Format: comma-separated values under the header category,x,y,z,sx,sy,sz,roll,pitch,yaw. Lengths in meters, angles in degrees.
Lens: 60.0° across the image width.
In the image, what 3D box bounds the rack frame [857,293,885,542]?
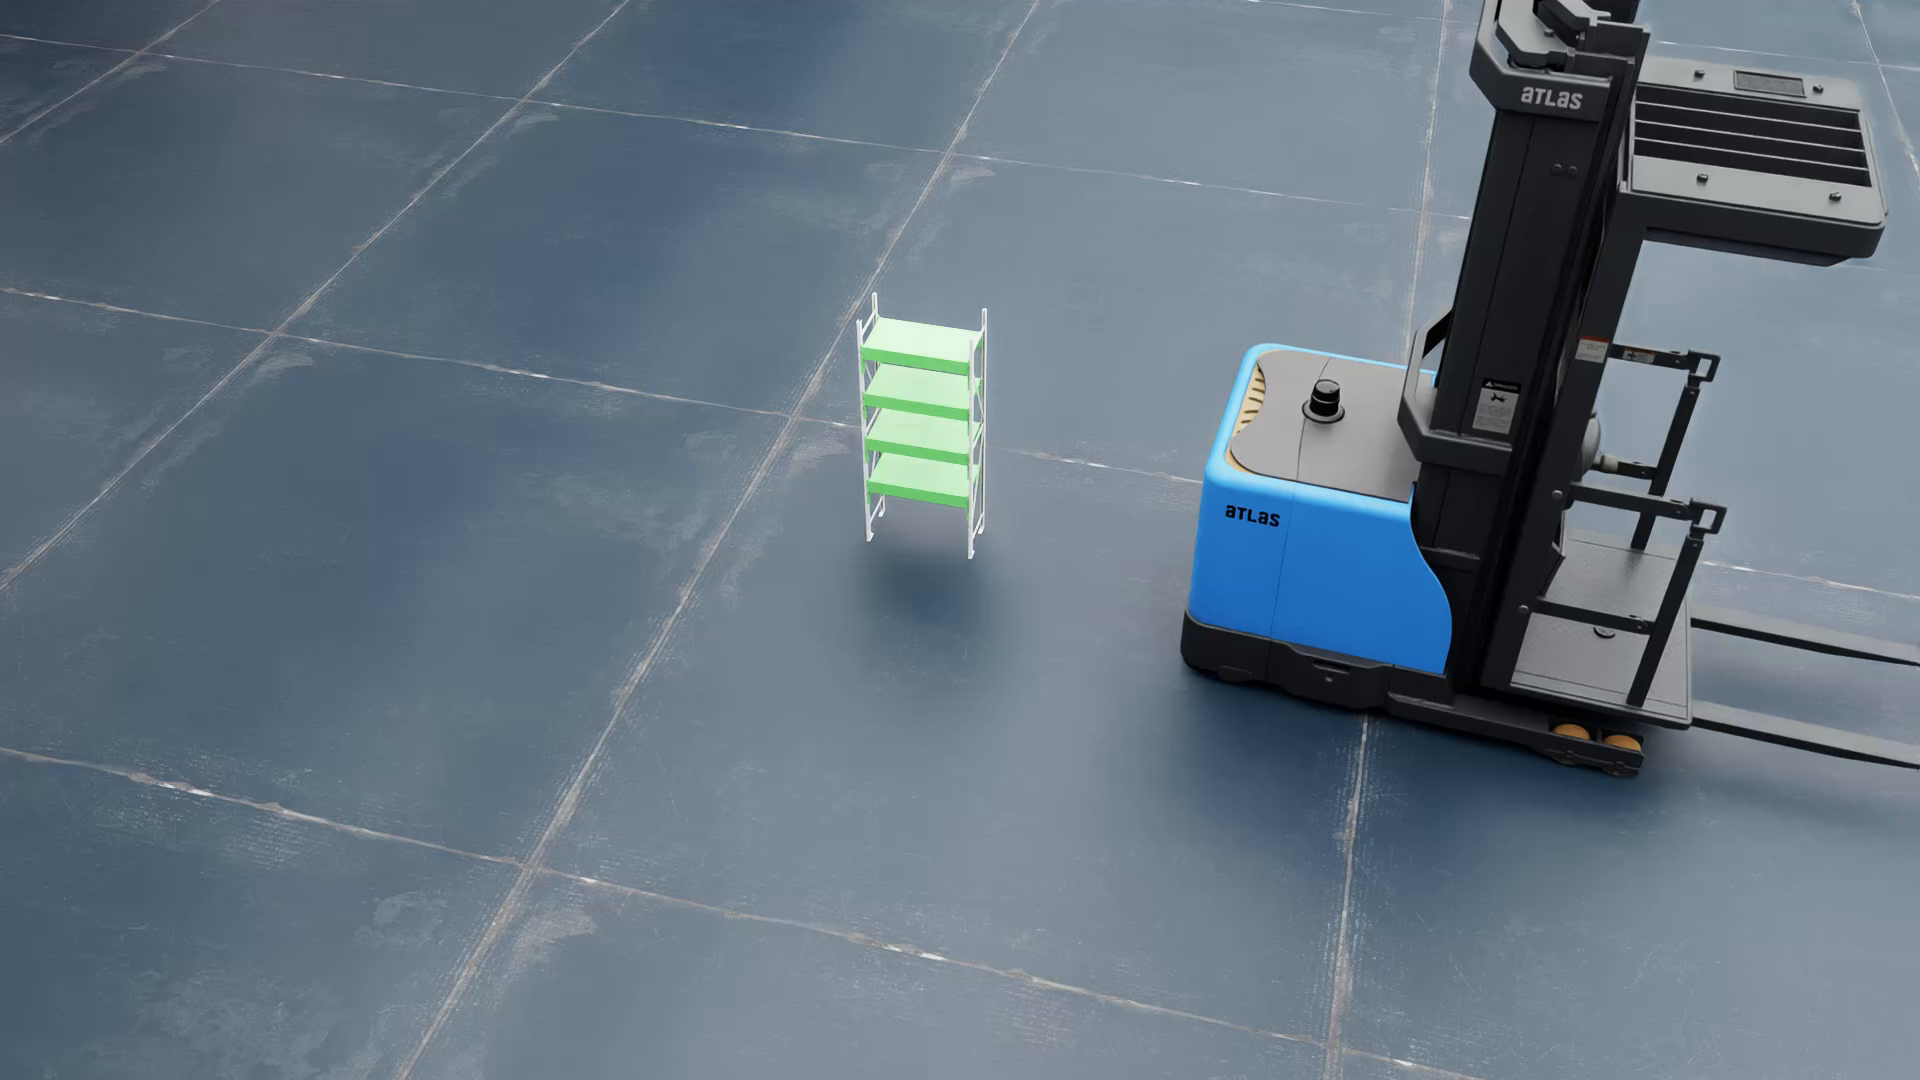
category,x,y,z,sx,sy,sz,roll,pitch,yaw
rack frame,-0.396,-0.528,7.445,0.015,1.200,0.240,10,41,11

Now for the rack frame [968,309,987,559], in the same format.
category,x,y,z,sx,sy,sz,roll,pitch,yaw
rack frame,0.076,-0.446,7.349,0.015,1.200,0.240,10,41,11

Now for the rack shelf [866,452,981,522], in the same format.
category,x,y,z,sx,sy,sz,roll,pitch,yaw
rack shelf,-0.160,-0.254,7.592,0.480,0.148,0.258,10,41,11

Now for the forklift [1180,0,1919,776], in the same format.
category,x,y,z,sx,sy,sz,roll,pitch,yaw
forklift,2.512,-0.569,6.148,3.031,2.935,1.130,12,41,14

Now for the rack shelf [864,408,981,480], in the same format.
category,x,y,z,sx,sy,sz,roll,pitch,yaw
rack shelf,-0.160,-0.438,7.438,0.480,0.148,0.258,10,41,11

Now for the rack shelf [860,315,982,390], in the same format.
category,x,y,z,sx,sy,sz,roll,pitch,yaw
rack shelf,-0.160,-0.806,7.129,0.480,0.148,0.258,10,41,11

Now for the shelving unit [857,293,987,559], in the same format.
category,x,y,z,sx,sy,sz,roll,pitch,yaw
shelving unit,-0.160,-0.487,7.397,0.503,1.200,0.258,10,41,11

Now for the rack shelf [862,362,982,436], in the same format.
category,x,y,z,sx,sy,sz,roll,pitch,yaw
rack shelf,-0.160,-0.622,7.284,0.480,0.148,0.258,10,41,11
